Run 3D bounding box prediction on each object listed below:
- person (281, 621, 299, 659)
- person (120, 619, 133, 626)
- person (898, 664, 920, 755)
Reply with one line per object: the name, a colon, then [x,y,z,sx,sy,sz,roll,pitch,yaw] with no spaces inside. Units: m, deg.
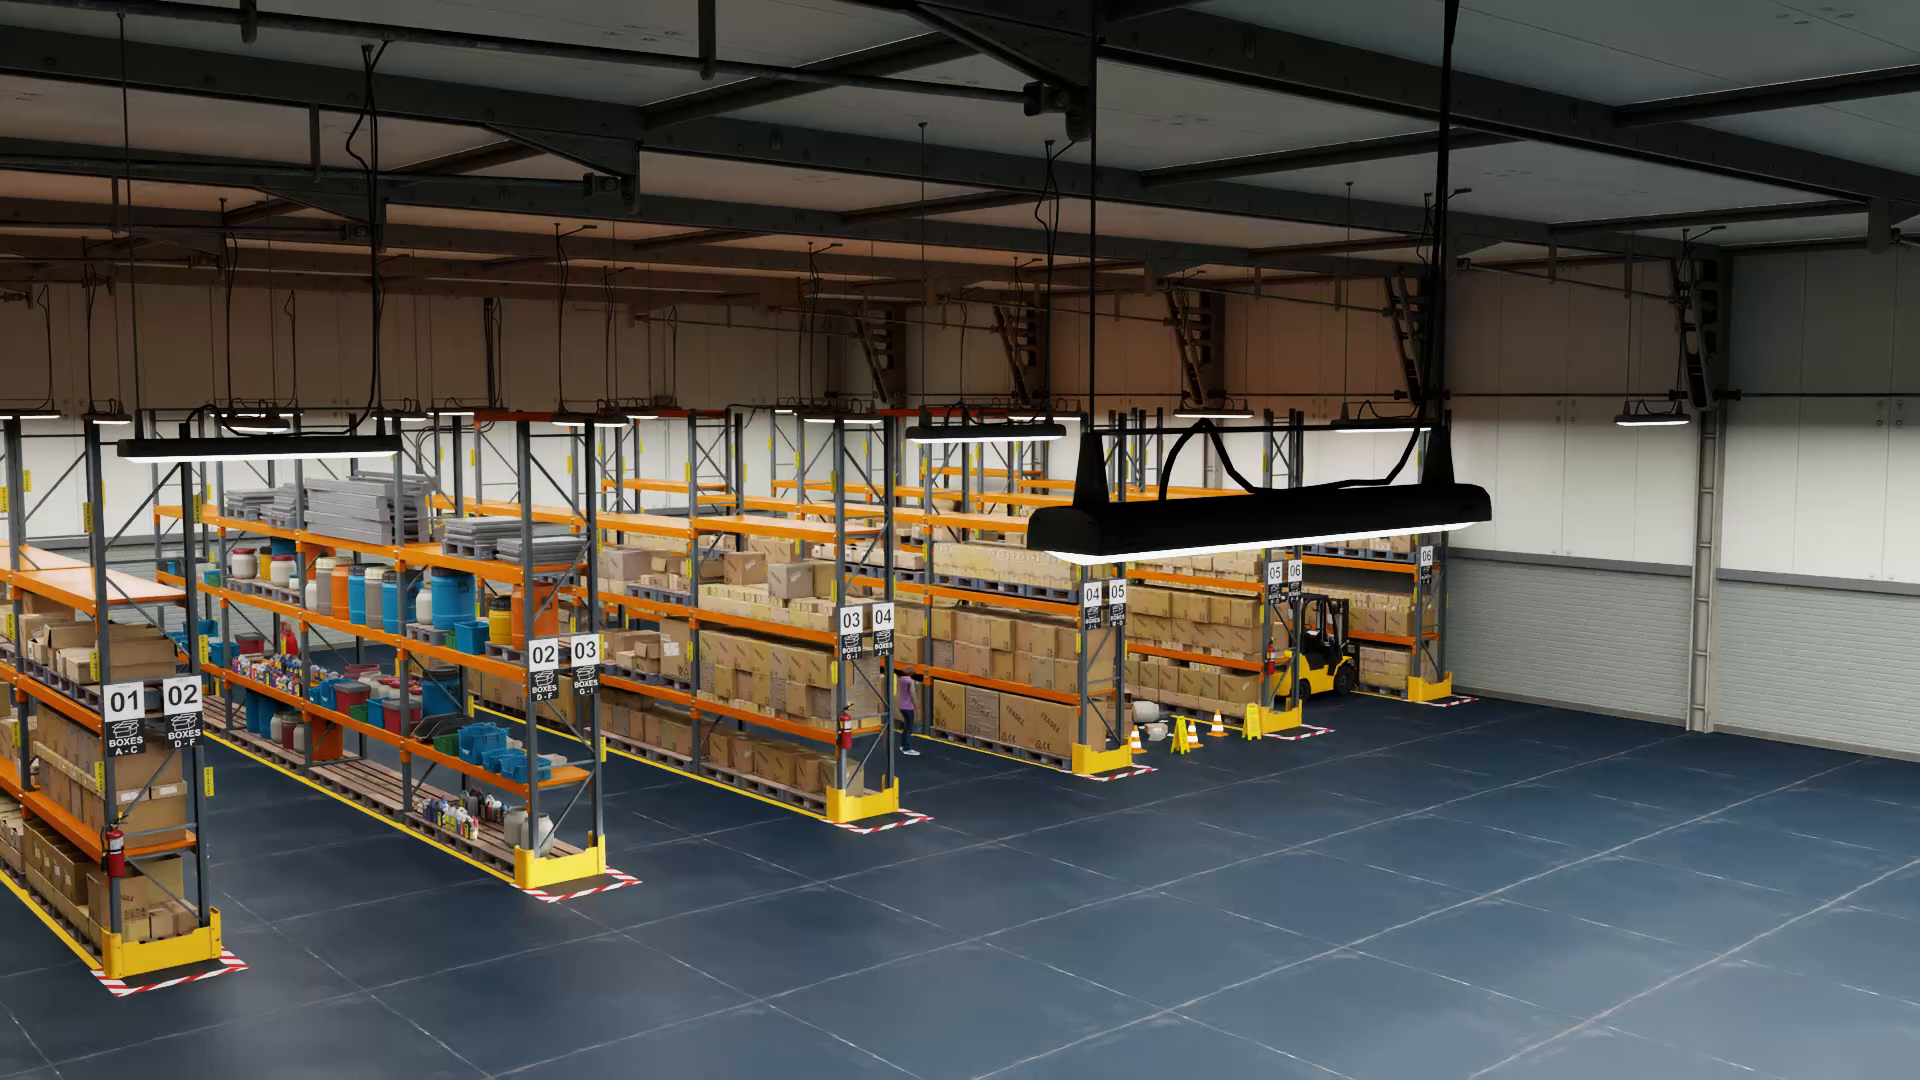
person: [-13.742,2.484,34.077,0.530,1.664,1.082,-4,7,-41]
person: [-16.931,2.465,33.995,0.629,1.714,1.032,4,6,38]
person: [-0.909,2.999,29.219,0.326,1.656,0.479,-2,6,-26]
